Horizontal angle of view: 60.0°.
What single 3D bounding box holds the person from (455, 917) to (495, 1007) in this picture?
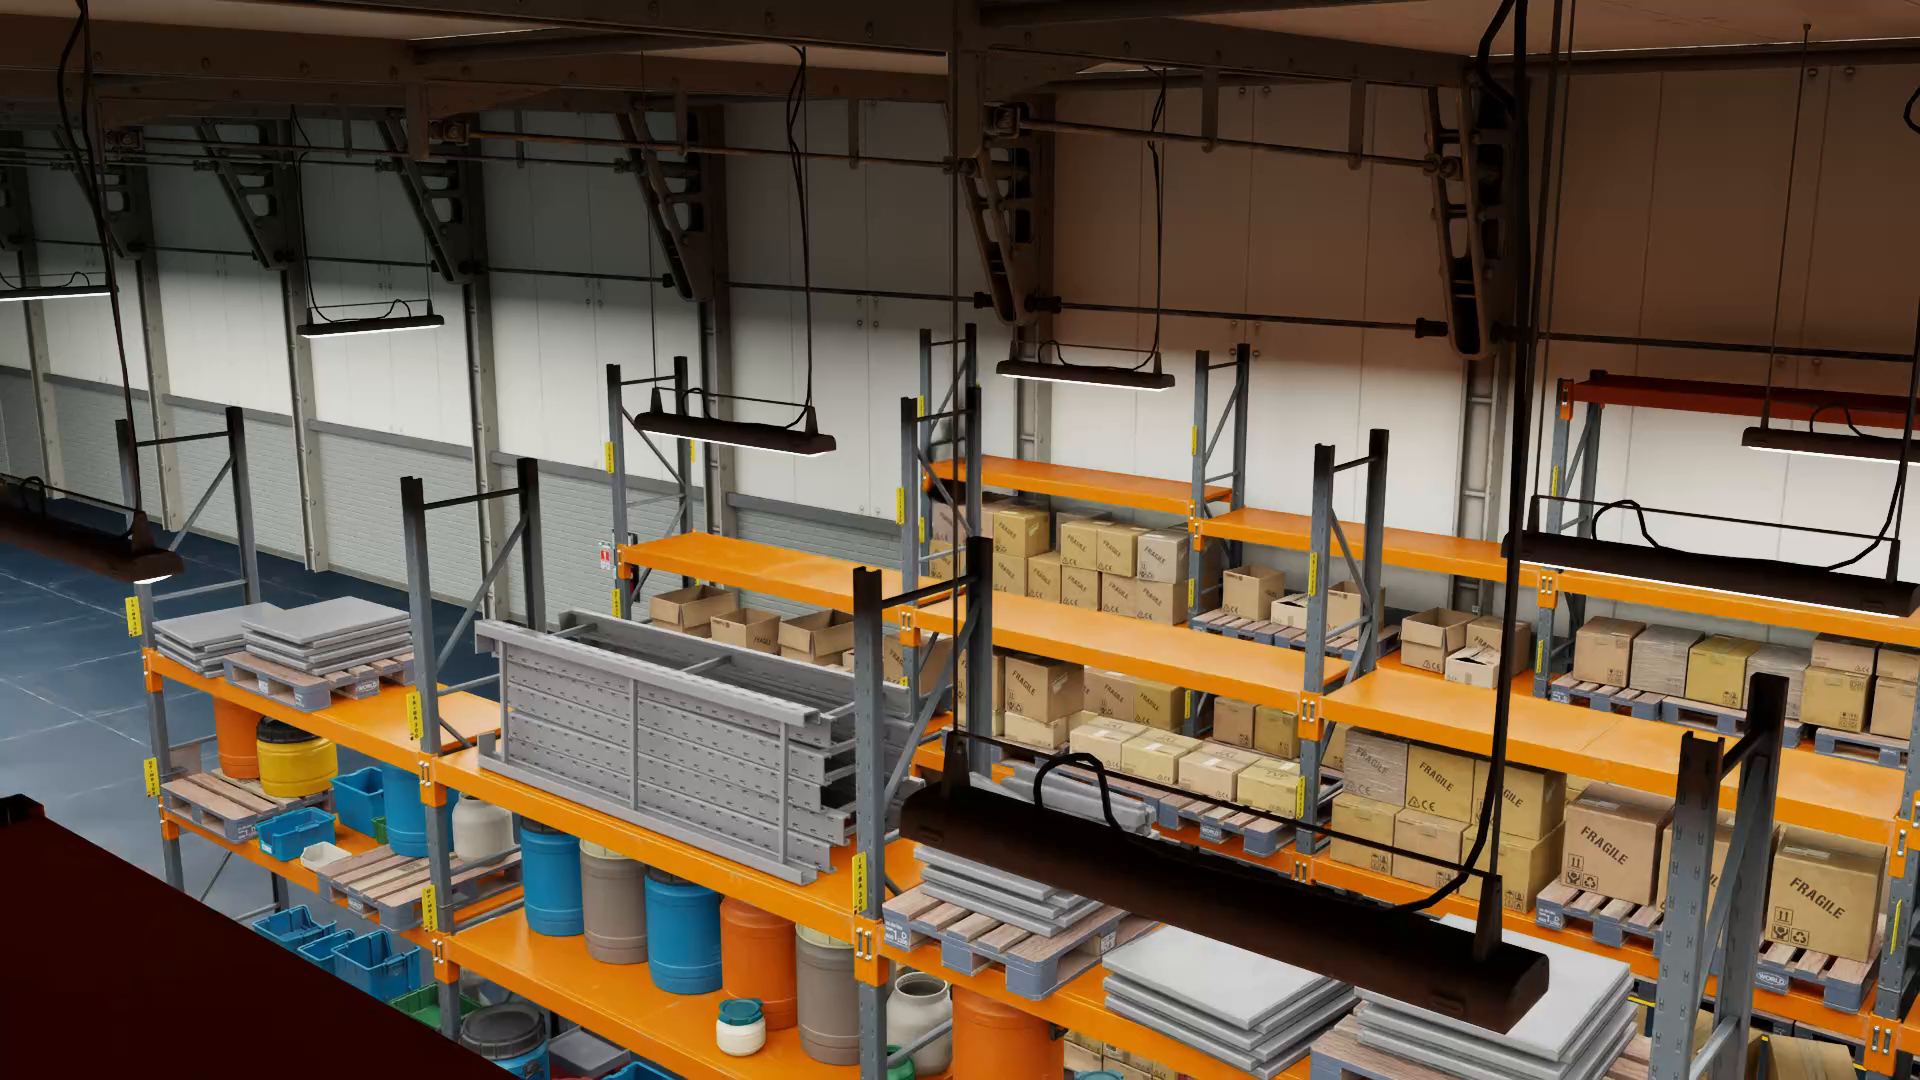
[{"bbox_3d":[-4.470,3.947,15.266,0.585,1.544,0.511,7,15,30],"label":"person"}]
